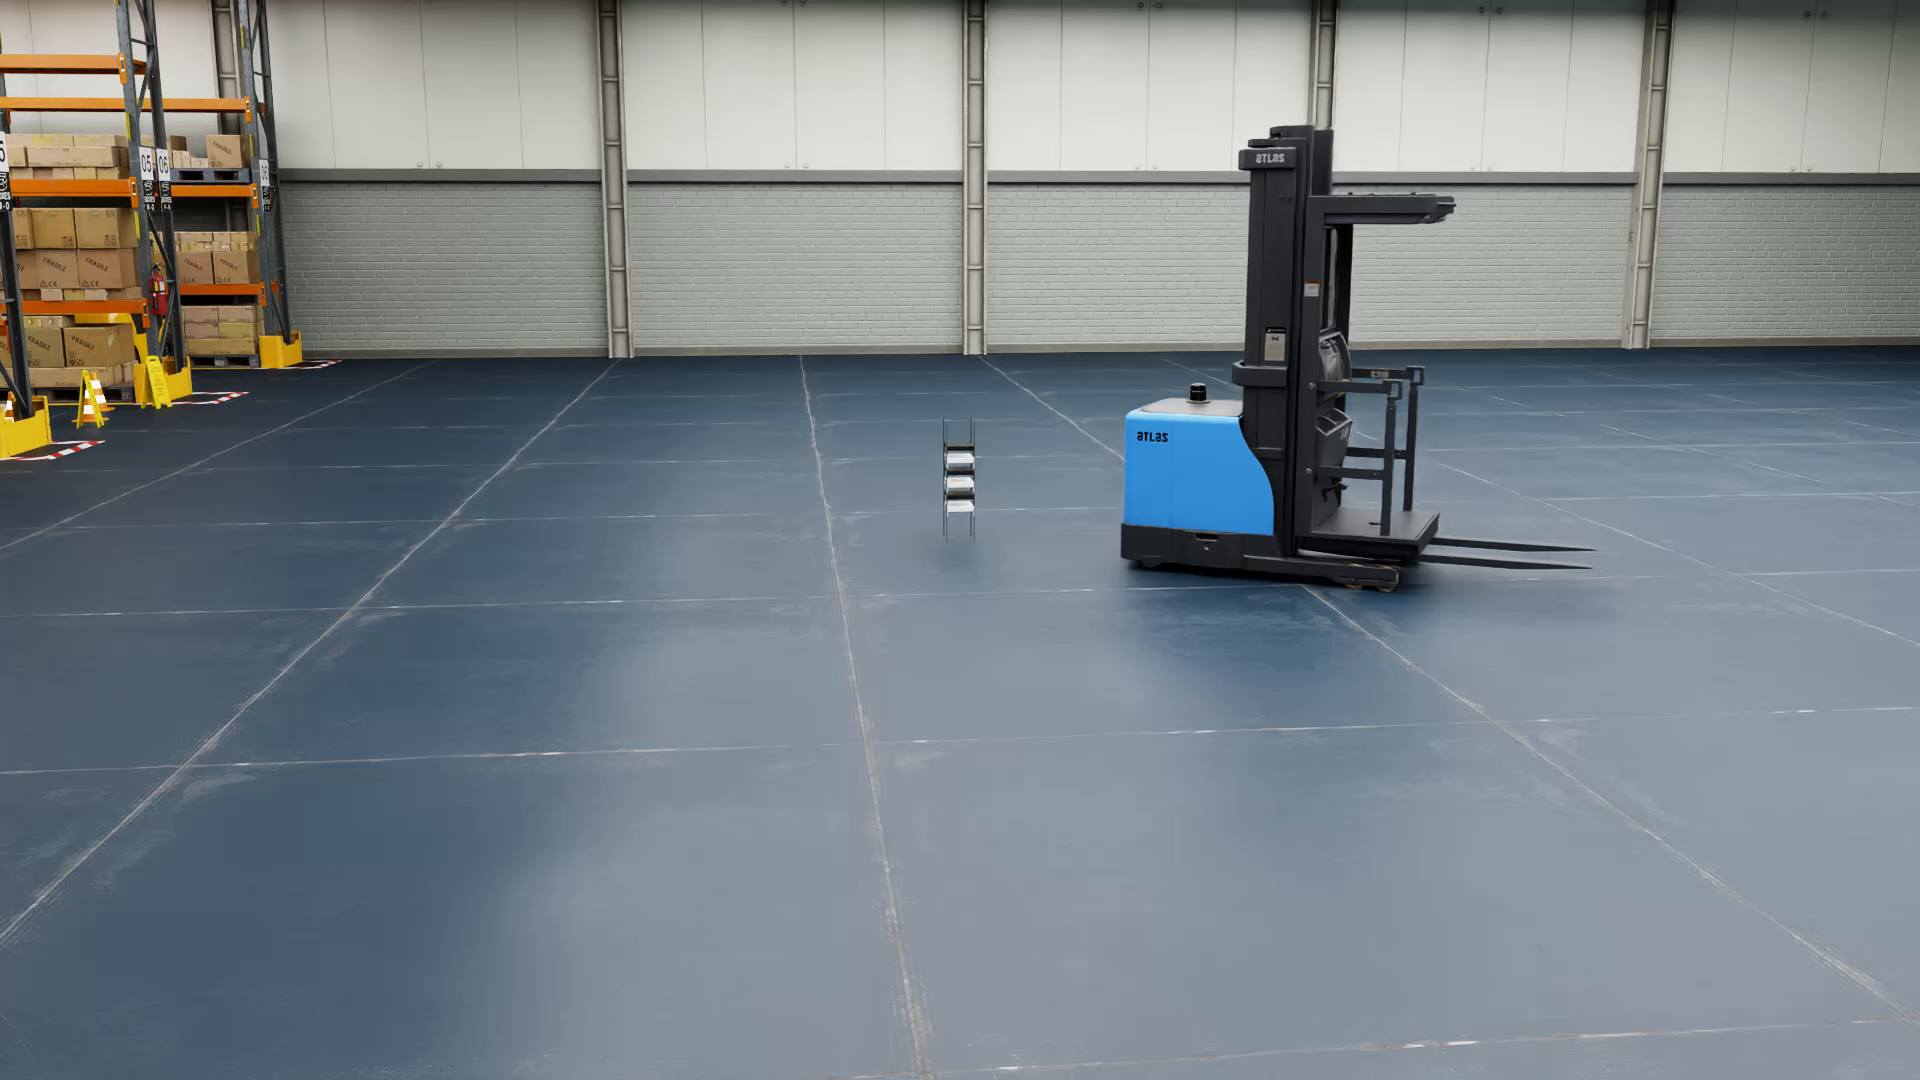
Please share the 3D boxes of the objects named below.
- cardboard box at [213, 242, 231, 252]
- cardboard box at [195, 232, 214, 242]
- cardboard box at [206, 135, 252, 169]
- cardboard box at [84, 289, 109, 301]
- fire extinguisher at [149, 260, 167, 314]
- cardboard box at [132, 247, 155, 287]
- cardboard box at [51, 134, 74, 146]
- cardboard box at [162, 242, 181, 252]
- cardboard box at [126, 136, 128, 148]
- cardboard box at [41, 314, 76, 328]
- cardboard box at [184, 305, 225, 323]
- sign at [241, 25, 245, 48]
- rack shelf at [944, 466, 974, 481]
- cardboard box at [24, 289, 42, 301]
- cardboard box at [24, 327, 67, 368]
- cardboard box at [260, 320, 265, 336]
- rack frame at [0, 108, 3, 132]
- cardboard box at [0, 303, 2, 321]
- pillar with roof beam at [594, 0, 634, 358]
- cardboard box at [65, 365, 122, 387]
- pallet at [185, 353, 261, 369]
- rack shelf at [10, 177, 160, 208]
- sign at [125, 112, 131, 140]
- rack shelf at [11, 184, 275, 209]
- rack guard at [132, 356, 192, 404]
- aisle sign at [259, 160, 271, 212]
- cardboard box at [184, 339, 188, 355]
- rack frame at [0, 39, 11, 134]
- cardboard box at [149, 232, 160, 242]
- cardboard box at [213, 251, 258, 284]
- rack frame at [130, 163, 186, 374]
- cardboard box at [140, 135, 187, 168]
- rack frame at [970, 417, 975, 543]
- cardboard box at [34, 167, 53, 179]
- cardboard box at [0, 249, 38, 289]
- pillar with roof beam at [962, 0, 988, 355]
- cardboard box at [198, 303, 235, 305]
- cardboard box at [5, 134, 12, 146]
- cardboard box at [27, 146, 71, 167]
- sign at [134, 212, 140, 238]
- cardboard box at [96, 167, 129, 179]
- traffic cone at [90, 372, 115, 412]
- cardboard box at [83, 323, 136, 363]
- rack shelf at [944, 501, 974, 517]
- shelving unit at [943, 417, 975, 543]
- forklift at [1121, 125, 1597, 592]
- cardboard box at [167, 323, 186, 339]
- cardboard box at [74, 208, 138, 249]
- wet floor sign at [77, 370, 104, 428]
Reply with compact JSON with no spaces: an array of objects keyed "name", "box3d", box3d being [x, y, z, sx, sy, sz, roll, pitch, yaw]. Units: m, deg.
[{"name":"cardboard box","box3d":[-11.458,-4.577,25.934,0.250,0.149,0.380,-1,11,-5]},{"name":"cardboard box","box3d":[-11.725,-4.726,25.917,0.250,0.149,0.380,-1,11,-5]},{"name":"cardboard box","box3d":[-11.307,-6.002,25.739,0.500,0.500,0.500,-1,11,-4]},{"name":"cardboard box","box3d":[-10.942,-3.131,21.172,0.250,0.149,0.380,-1,11,-7]},{"name":"fire extinguisher","box3d":[-10.190,-3.206,21.101,0.183,0.674,0.296,-1,11,-6]},{"name":"cardboard box","box3d":[-10.854,-3.568,21.713,0.500,0.500,0.500,-1,11,-7]},{"name":"cardboard box","box3d":[-11.170,-4.999,20.830,0.250,0.149,0.380,-1,11,-7]},{"name":"cardboard box","box3d":[-12.231,-4.566,25.877,0.250,0.149,0.380,-2,11,-8]},{"name":"cardboard box","box3d":[-10.728,-5.102,21.350,0.250,0.149,0.380,-1,11,-6]},{"name":"cardboard box","box3d":[-11.479,-2.786,21.177,0.250,0.149,0.380,-1,11,-4]},{"name":"cardboard box","box3d":[-11.824,-3.548,26.088,0.500,0.250,0.500,-1,11,-5]},{"name":"sign","box3d":[-10.848,-7.618,25.165,0.005,0.325,0.100,-1,11,-6]},{"name":"rack shelf","box3d":[-0.008,-0.497,12.269,0.200,0.077,0.258,-1,11,-6]},{"name":"cardboard box","box3d":[-11.721,-3.141,21.219,0.250,0.149,0.380,-1,11,-5]},{"name":"cardboard box","box3d":[-11.640,-2.477,21.285,0.500,0.500,0.500,-1,11,-4]},{"name":"cardboard box","box3d":[-11.383,-3.414,26.702,0.500,0.250,0.500,-1,11,-5]},{"name":"rack frame","box3d":[-9.718,-5.327,16.134,0.127,3.000,1.000,-1,11,-6]},{"name":"cardboard box","box3d":[-10.082,-2.440,16.615,0.550,0.550,0.875,-1,11,-6]},{"name":"pillar with roof beam","box3d":[-5.253,-6.683,23.035,0.400,9.000,9.100,-1,11,-6]},{"name":"cardboard box","box3d":[-11.151,-2.118,21.405,0.500,0.250,0.500,-1,11,-6]},{"name":"pallet","box3d":[-11.649,-2.890,26.520,1.213,0.211,1.003,-1,11,-6]},{"name":"rack shelf","box3d":[-12.341,-4.407,21.099,4.000,0.370,1.077,-1,11,-6]},{"name":"sign","box3d":[-10.313,-5.129,20.613,0.005,0.325,0.100,-1,11,-6]},{"name":"rack shelf","box3d":[-12.881,-5.359,25.941,4.000,0.370,1.077,-1,11,-6]},{"name":"rack guard","box3d":[-10.429,-2.102,21.764,0.348,0.500,1.175,-1,11,-6]},{"name":"aisle sign","box3d":[-10.796,-5.503,25.842,0.004,0.787,0.394,-1,11,-6]},{"name":"cardboard box","box3d":[-12.320,-3.051,26.152,0.500,0.250,0.500,-1,11,-5]},{"name":"rack frame","box3d":[-14.869,-7.142,25.370,0.127,3.000,1.000,-1,11,-6]},{"name":"cardboard box","box3d":[-12.484,-4.701,25.795,0.250,0.149,0.380,-1,11,-5]},{"name":"cardboard box","box3d":[-11.354,-4.270,26.054,0.500,0.500,0.500,-1,11,-7]},{"name":"rack frame","box3d":[-10.353,-3.330,21.531,0.127,3.000,1.000,-1,11,-6]},{"name":"cardboard box","box3d":[-12.336,-6.000,25.728,0.500,0.500,0.700,-1,11,-6]},{"name":"rack frame","box3d":[0.093,-0.443,12.291,0.006,0.900,0.240,-1,11,-6]},{"name":"cardboard box","box3d":[-11.448,-4.615,20.940,0.250,0.149,0.380,-1,11,-6]},{"name":"cardboard box","box3d":[-11.859,-3.442,21.068,0.500,0.500,0.500,-1,11,-6]},{"name":"pillar with roof beam","box3d":[0.712,-6.808,23.671,0.400,9.000,9.100,-1,11,-6]},{"name":"cardboard box","box3d":[-11.887,-3.645,26.578,0.500,0.250,0.500,-1,11,-6]},{"name":"cardboard box","box3d":[-11.934,-5.000,20.832,0.250,0.149,0.380,-2,11,-8]},{"name":"cardboard box","box3d":[-11.334,-4.804,20.871,0.500,0.250,0.500,-1,11,-7]},{"name":"sign","box3d":[-10.313,-3.946,20.845,0.005,0.325,0.100,-1,11,-6]},{"name":"cardboard box","box3d":[-10.678,-4.618,20.955,0.250,0.149,0.380,-1,11,-6]},{"name":"traffic cone","box3d":[-10.641,-1.829,20.472,0.334,0.463,0.336,-1,11,-6]},{"name":"cardboard box","box3d":[-11.208,-2.591,21.864,0.500,0.500,0.500,-2,11,-8]},{"name":"rack shelf","box3d":[-0.008,-0.232,12.322,0.200,0.077,0.258,-1,11,-6]},{"name":"shelving unit","box3d":[-0.008,-0.441,12.280,0.210,0.900,0.258,-1,11,-6]},{"name":"forklift","box3d":[2.668,-1.221,10.978,3.031,2.935,1.130,5,12,22]},{"name":"cardboard box","box3d":[-12.354,-3.291,26.075,0.500,0.250,0.500,-1,11,-7]},{"name":"cardboard box","box3d":[-10.837,-3.963,21.129,0.500,0.500,0.700,-1,11,-7]},{"name":"wet floor sign","box3d":[-9.903,-1.608,18.875,0.232,0.644,0.267,-3,12,-16]}]
